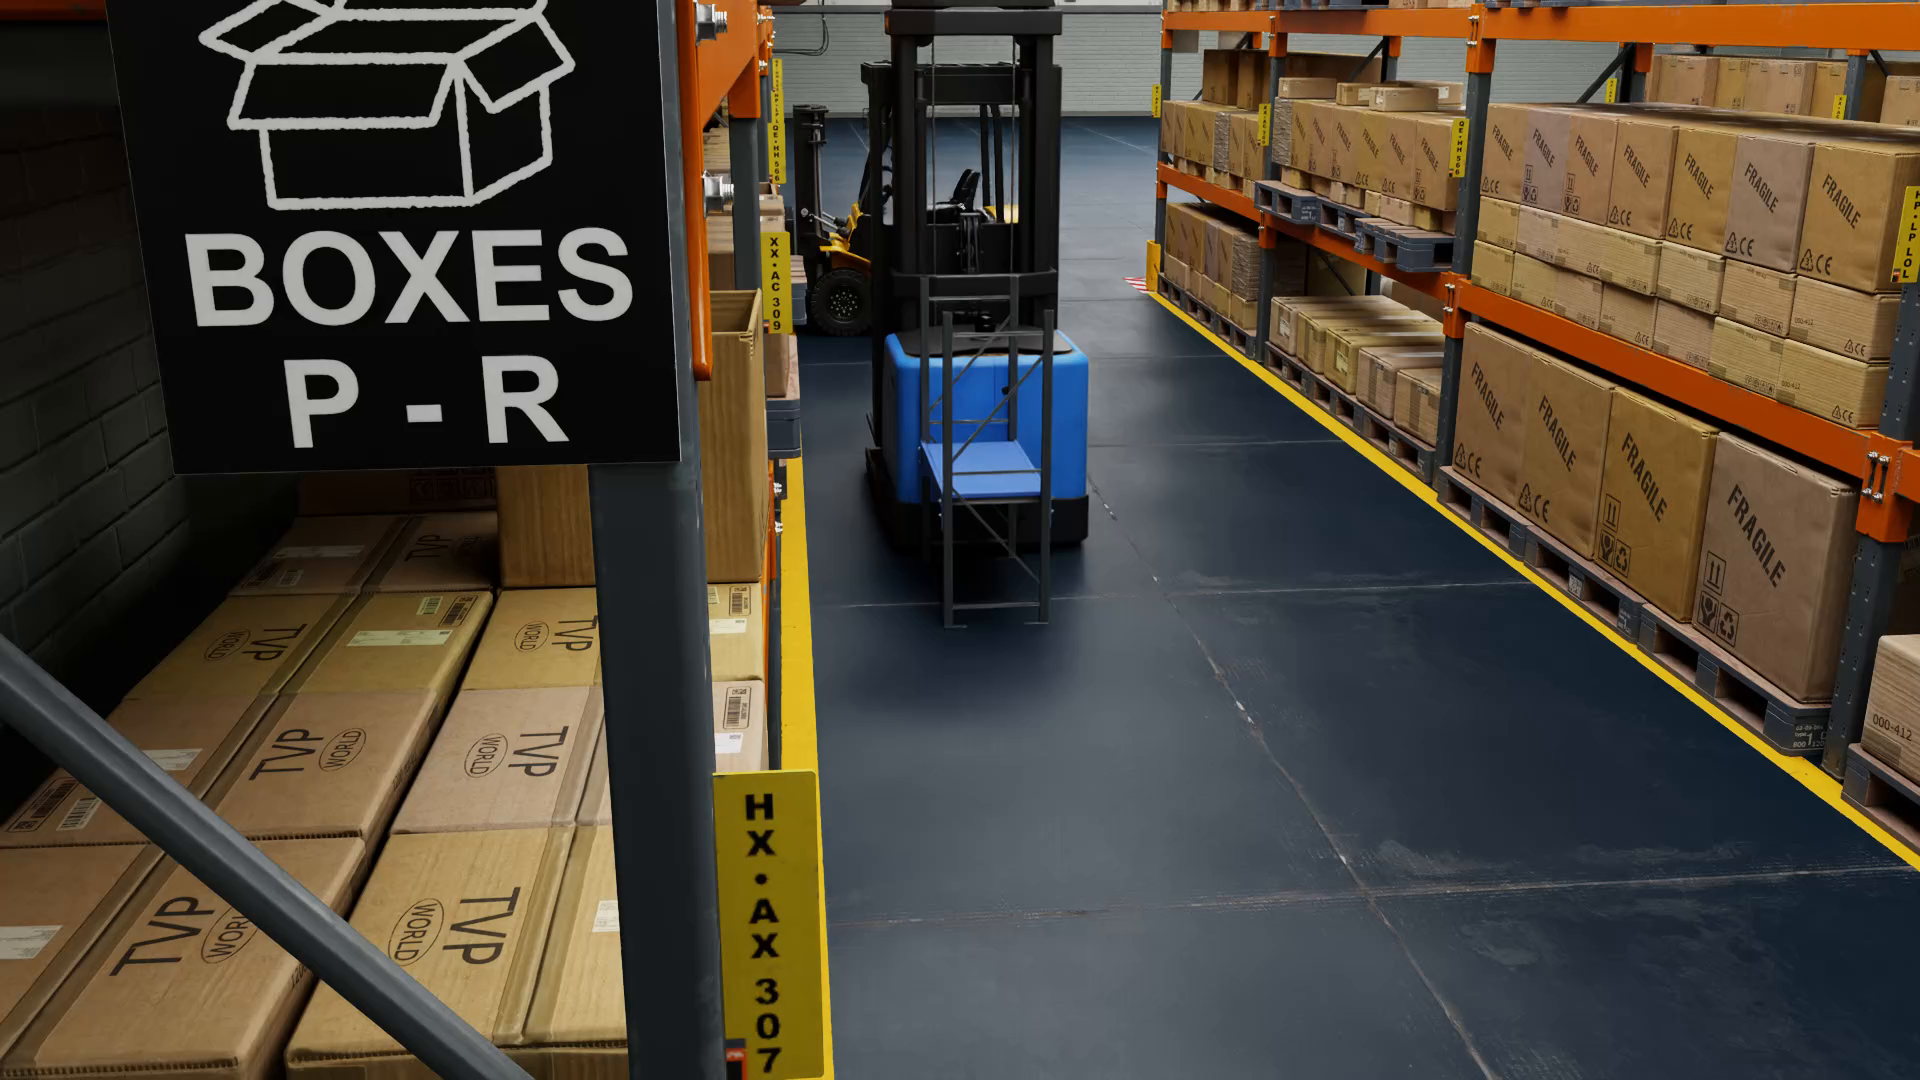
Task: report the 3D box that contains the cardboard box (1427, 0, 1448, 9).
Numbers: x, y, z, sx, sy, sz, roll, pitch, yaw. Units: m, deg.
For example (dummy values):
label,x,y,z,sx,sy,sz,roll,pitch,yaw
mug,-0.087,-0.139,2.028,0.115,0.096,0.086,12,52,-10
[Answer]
label,x,y,z,sx,sy,sz,roll,pitch,yaw
cardboard box,3.303,-3.504,10.155,0.700,0.500,0.500,-2,18,-6

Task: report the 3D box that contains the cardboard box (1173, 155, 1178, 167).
label,x,y,z,sx,sy,sz,roll,pitch,yaw
cardboard box,2.395,-3.898,17.006,0.380,0.149,0.250,-2,18,-5

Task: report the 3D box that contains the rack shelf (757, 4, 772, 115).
label,x,y,z,sx,sy,sz,roll,pitch,yaw
rack shelf,-1.340,-2.080,6.987,1.077,0.370,4.000,-2,18,-6

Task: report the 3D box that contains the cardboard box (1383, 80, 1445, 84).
label,x,y,z,sx,sy,sz,roll,pitch,yaw
cardboard box,3.334,-3.298,12.226,0.380,0.149,0.250,-2,18,-7

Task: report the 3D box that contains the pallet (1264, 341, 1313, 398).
label,x,y,z,sx,sy,sz,roll,pitch,yaw
pallet,3.060,-1.372,13.194,1.003,0.211,1.213,-2,18,-6

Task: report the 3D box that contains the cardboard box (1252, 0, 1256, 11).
label,x,y,z,sx,sy,sz,roll,pitch,yaw
cardboard box,2.653,-4.483,13.861,0.380,0.149,0.250,-2,18,-5

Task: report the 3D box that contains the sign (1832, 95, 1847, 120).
label,x,y,z,sx,sy,sz,roll,pitch,yaw
sign,7.339,-3.550,13.900,0.100,0.325,0.005,-2,18,-6

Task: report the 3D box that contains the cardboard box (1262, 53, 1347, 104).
label,x,y,z,sx,sy,sz,roll,pitch,yaw
cardboard box,3.093,-4.042,14.710,0.700,0.500,0.500,-2,18,-7

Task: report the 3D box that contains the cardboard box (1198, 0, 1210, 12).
label,x,y,z,sx,sy,sz,roll,pitch,yaw
cardboard box,2.414,-4.943,15.326,0.380,0.149,0.250,-2,17,-5

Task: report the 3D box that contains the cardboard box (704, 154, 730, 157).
label,x,y,z,sx,sy,sz,roll,pitch,yaw
cardboard box,-1.406,-2.282,10.187,0.380,0.149,0.250,-2,17,-5

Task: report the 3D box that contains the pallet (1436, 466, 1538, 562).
label,x,y,z,sx,sy,sz,roll,pitch,yaw
pallet,3.397,-0.175,9.381,1.003,0.211,1.213,-2,18,-6

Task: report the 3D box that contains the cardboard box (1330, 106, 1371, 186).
label,x,y,z,sx,sy,sz,roll,pitch,yaw
cardboard box,2.895,-2.726,11.487,0.500,0.500,0.500,-2,18,-8

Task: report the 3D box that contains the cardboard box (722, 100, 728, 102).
label,x,y,z,sx,sy,sz,roll,pitch,yaw
cardboard box,-1.848,-3.534,13.678,0.380,0.149,0.250,-2,18,-7

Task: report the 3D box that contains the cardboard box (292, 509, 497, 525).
label,x,y,z,sx,sy,sz,roll,pitch,yaw
cardboard box,-1.241,-0.007,3.947,0.500,0.250,0.500,-1,17,-4

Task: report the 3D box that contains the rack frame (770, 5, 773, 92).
label,x,y,z,sx,sy,sz,roll,pitch,yaw
rack frame,-2.371,-3.971,16.819,1.000,3.000,0.127,-2,18,-6

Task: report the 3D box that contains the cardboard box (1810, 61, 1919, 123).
label,x,y,z,sx,sy,sz,roll,pitch,yaw
cardboard box,7.888,-3.815,14.267,0.875,0.550,0.550,-2,18,-6

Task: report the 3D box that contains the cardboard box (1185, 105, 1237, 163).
label,x,y,z,sx,sy,sz,roll,pitch,yaw
cardboard box,2.449,-3.860,15.800,0.500,0.500,0.500,-2,18,-7

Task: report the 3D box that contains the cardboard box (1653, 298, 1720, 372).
label,x,y,z,sx,sy,sz,roll,pitch,yaw
cardboard box,3.422,-0.907,7.310,0.500,0.250,0.500,-2,18,-7

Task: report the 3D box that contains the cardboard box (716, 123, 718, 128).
label,x,y,z,sx,sy,sz,roll,pitch,yaw
cardboard box,-1.813,-3.394,13.729,0.380,0.149,0.250,-2,18,-6

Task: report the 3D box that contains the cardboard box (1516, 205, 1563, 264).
label,x,y,z,sx,sy,sz,roll,pitch,yaw
cardboard box,3.250,-1.597,8.670,0.500,0.250,0.500,-1,17,-4

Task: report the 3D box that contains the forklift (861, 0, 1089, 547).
label,x,y,z,sx,sy,sz,roll,pitch,yaw
forklift,-0.001,-1.756,9.877,1.130,2.935,3.031,-2,18,-7

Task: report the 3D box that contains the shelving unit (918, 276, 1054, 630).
label,x,y,z,sx,sy,sz,roll,pitch,yaw
shelving unit,0.109,-0.458,8.131,0.538,1.500,1.048,-2,18,-7

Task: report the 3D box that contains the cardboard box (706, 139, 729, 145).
label,x,y,z,sx,sy,sz,roll,pitch,yaw
cardboard box,-1.541,-2.662,11.398,0.380,0.149,0.250,-2,18,-5

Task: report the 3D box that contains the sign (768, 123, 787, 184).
label,x,y,z,sx,sy,sz,roll,pitch,yaw
sign,-1.007,-2.122,9.127,0.100,0.325,0.005,-2,18,-6

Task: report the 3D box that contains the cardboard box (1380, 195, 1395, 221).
label,x,y,z,sx,sy,sz,roll,pitch,yaw
cardboard box,2.935,-2.140,10.703,0.380,0.149,0.250,-3,18,-8

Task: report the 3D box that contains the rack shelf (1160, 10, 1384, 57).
label,x,y,z,sx,sy,sz,roll,pitch,yaw
rack shelf,2.772,-4.618,15.071,1.077,0.370,4.000,-2,18,-6

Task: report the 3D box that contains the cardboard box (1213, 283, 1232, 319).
label,x,y,z,sx,sy,sz,roll,pitch,yaw
cardboard box,2.585,-2.149,14.903,0.500,0.250,0.500,-2,18,-7

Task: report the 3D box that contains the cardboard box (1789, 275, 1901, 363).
label,x,y,z,sx,sy,sz,roll,pitch,yaw
cardboard box,3.516,-0.841,6.265,0.500,0.250,0.500,-2,18,-6

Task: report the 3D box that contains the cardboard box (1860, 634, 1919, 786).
label,x,y,z,sx,sy,sz,roll,pitch,yaw
cardboard box,3.761,0.662,5.637,0.875,0.438,0.875,-2,18,-6

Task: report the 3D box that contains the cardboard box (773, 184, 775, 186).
label,x,y,z,sx,sy,sz,roll,pitch,yaw
cardboard box,-1.435,-2.200,10.593,0.500,0.250,0.500,-2,18,-7

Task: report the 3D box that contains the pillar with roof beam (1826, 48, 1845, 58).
label,x,y,z,sx,sy,sz,roll,pitch,yaw
pillar with roof beam,20.760,-16.376,46.317,9.100,9.000,0.400,-2,18,-6

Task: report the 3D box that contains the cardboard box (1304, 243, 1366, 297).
label,x,y,z,sx,sy,sz,roll,pitch,yaw
cardboard box,3.186,-2.364,14.338,0.500,0.500,0.500,-1,17,-3

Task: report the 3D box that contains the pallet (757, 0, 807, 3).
label,x,y,z,sx,sy,sz,roll,pitch,yaw
pallet,-1.131,-1.934,5.635,1.213,0.211,1.003,-2,18,-6

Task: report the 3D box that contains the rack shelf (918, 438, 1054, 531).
label,x,y,z,sx,sy,sz,roll,pitch,yaw
rack shelf,0.109,-0.286,8.185,0.538,0.185,1.000,-2,18,-7

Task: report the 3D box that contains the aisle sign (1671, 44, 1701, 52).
label,x,y,z,sx,sy,sz,roll,pitch,yaw
aisle sign,7.770,-5.579,17.601,0.394,0.787,0.004,-2,18,-6

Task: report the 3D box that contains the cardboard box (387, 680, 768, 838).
label,x,y,z,sx,sy,sz,roll,pitch,yaw
cardboard box,-0.552,0.432,2.548,0.500,0.250,0.500,-2,17,-5

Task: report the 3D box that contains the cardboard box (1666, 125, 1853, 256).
label,x,y,z,sx,sy,sz,roll,pitch,yaw
cardboard box,3.414,-1.506,7.131,0.500,0.500,0.500,-1,17,-4

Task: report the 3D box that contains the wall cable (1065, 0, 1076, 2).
label,x,y,z,sx,sy,sz,roll,pitch,yaw
wall cable,4.166,-18.366,46.976,2.305,6.003,0.169,-2,18,-6

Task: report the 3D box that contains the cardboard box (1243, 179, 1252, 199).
label,x,y,z,sx,sy,sz,roll,pitch,yaw
cardboard box,2.609,-2.975,14.063,0.380,0.149,0.250,-1,17,-4

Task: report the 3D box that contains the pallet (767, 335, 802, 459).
label,x,y,z,sx,sy,sz,roll,pitch,yaw
pallet,-1.107,-0.546,6.229,1.003,0.211,1.213,-2,18,-6

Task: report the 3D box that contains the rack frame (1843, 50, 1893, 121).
label,x,y,z,sx,sy,sz,roll,pitch,yaw
rack frame,7.891,-3.117,14.098,1.000,3.000,0.127,-2,18,-6

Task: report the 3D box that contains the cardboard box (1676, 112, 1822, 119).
label,x,y,z,sx,sy,sz,roll,pitch,yaw
cardboard box,3.810,-1.820,8.131,0.500,0.500,0.500,-2,18,-6

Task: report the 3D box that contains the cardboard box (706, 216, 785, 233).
label,x,y,z,sx,sy,sz,roll,pitch,yaw
cardboard box,-1.014,-0.949,6.325,0.700,0.500,0.500,-2,17,-5

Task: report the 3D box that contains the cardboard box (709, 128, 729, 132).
label,x,y,z,sx,sy,sz,roll,pitch,yaw
cardboard box,-1.703,-3.042,12.608,0.380,0.149,0.250,-1,17,-4

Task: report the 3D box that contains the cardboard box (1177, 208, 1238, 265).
label,x,y,z,sx,sy,sz,roll,pitch,yaw
cardboard box,2.435,-2.960,16.236,0.500,0.500,0.500,-2,18,-8

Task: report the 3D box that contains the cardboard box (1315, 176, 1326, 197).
label,x,y,z,sx,sy,sz,roll,pitch,yaw
cardboard box,2.828,-2.605,12.186,0.380,0.149,0.250,-2,17,-5

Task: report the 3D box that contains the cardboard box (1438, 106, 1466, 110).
label,x,y,z,sx,sy,sz,roll,pitch,yaw
cardboard box,3.408,-2.736,11.519,0.500,0.500,0.500,-2,18,-8

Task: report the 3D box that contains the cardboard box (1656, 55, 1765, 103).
label,x,y,z,sx,sy,sz,roll,pitch,yaw
cardboard box,7.627,-4.623,16.841,0.875,0.550,0.550,-2,18,-6

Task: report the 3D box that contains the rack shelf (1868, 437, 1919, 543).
label,x,y,z,sx,sy,sz,roll,pitch,yaw
rack shelf,4.010,0.389,4.132,1.077,0.370,4.000,-2,18,-6

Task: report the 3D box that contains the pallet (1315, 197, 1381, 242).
label,x,y,z,sx,sy,sz,roll,pitch,yaw
pallet,3.146,-2.239,11.622,1.003,0.211,1.213,-2,18,-6

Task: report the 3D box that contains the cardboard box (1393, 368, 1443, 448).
label,x,y,z,sx,sy,sz,roll,pitch,yaw
cardboard box,3.342,-0.857,10.587,0.950,0.372,0.625,-3,18,-9
